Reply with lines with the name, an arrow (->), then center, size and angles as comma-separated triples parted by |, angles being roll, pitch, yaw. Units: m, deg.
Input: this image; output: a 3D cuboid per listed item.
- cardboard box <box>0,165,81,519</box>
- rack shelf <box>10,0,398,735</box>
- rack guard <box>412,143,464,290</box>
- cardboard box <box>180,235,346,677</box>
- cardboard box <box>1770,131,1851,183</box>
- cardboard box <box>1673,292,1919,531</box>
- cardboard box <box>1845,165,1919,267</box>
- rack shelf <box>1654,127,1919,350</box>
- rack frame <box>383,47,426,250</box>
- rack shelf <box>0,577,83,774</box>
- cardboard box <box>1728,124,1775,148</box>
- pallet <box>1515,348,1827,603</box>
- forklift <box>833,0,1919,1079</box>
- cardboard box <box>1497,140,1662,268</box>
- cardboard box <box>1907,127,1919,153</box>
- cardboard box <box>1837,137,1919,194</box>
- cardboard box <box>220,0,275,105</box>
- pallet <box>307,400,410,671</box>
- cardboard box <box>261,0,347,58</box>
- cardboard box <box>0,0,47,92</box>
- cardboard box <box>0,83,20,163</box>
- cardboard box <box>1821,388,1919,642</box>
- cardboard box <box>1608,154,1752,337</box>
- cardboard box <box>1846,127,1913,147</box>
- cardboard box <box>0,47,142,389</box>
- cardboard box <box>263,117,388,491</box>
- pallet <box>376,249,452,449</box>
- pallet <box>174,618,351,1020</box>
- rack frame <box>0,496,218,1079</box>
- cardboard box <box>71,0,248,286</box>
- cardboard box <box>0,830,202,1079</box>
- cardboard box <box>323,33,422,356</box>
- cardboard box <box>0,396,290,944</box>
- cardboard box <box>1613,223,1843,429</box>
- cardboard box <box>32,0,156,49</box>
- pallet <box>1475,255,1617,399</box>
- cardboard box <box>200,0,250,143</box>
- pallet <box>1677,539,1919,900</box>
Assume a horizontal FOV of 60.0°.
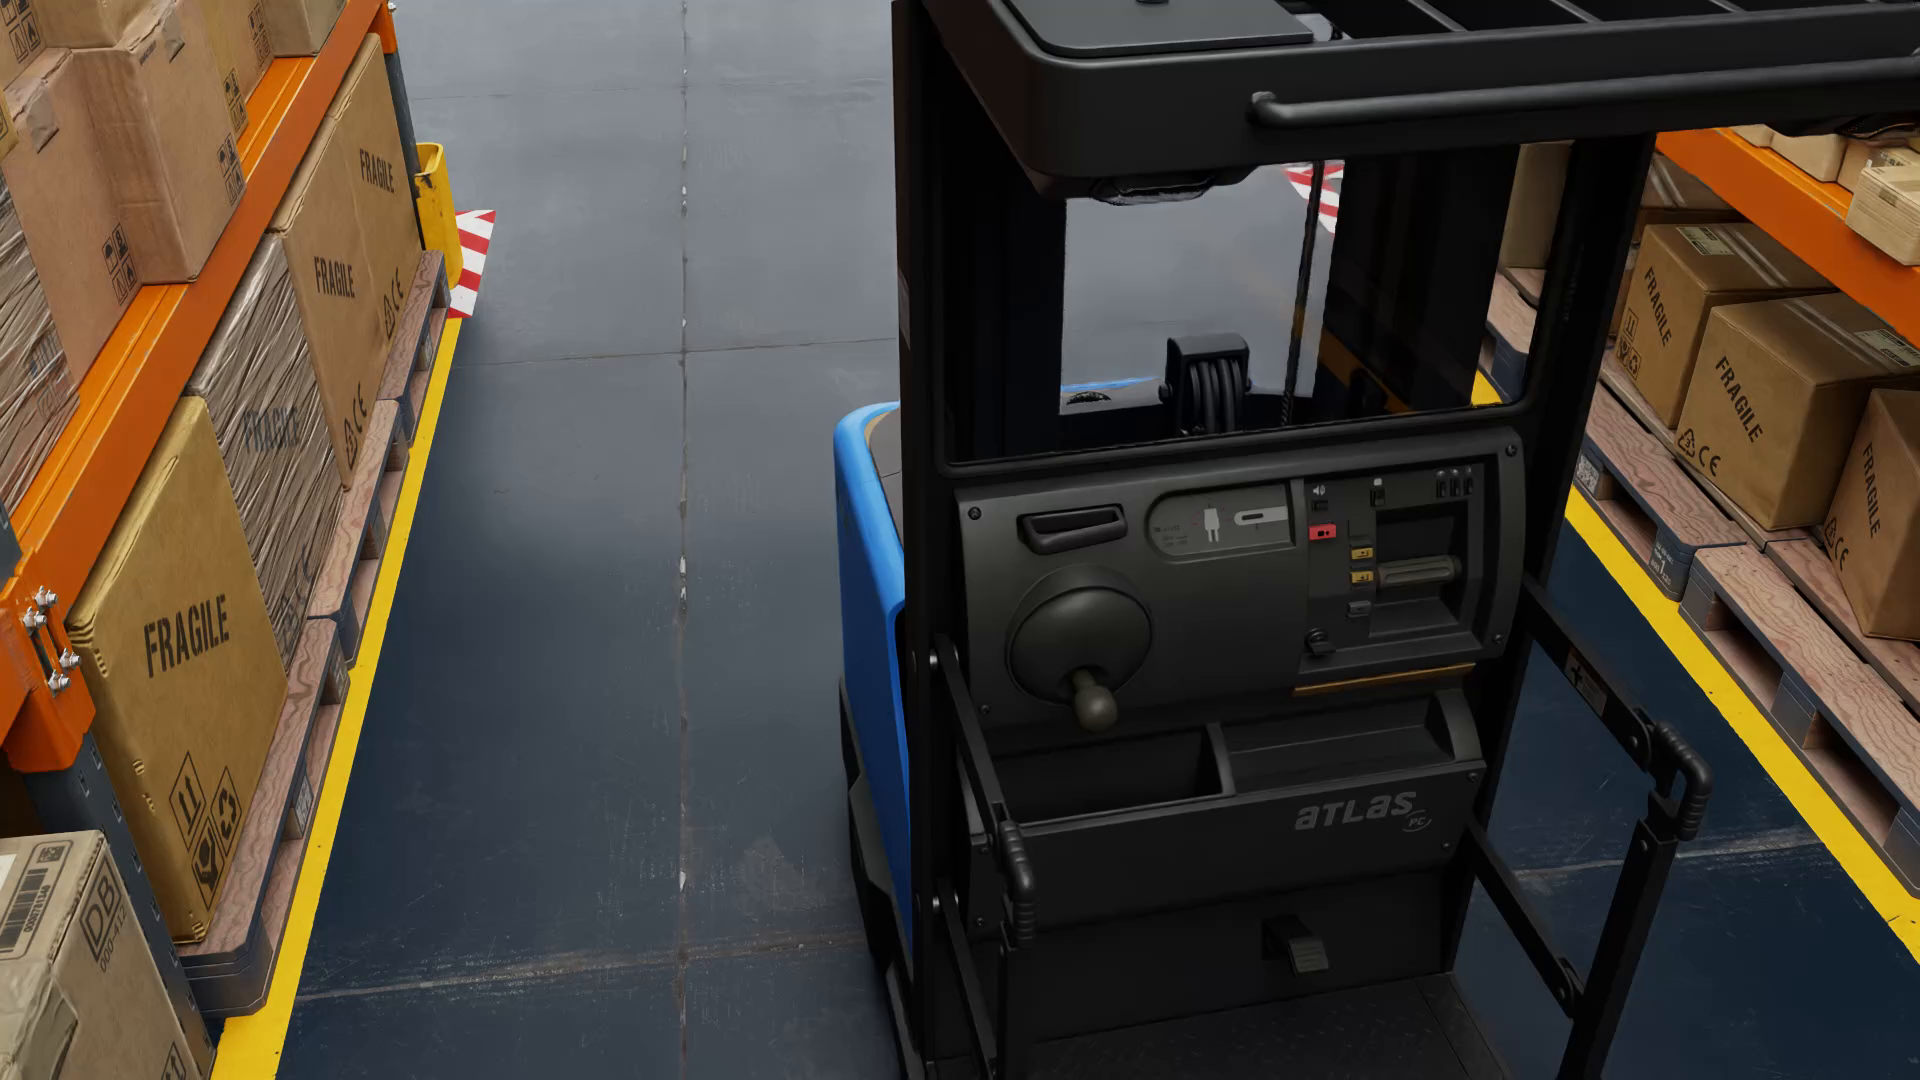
cardboard box -> -2.161, -0.317, 2.918 | 0.875, 0.550, 0.550 | -4, 35, -6
rack shelf -> -2.369, -0.869, 4.500 | 1.077, 0.370, 4.000 | -4, 35, -6
rack guard -> -2.641, -1.263, 6.659 | 1.175, 0.500, 0.348 | -4, 35, -6
cardboard box -> -2.240, -0.205, 4.400 | 0.875, 0.875, 0.875 | -4, 34, -6
cardboard box -> 2.390, -1.065, 4.372 | 0.380, 0.149, 0.250 | -4, 35, -6
cardboard box -> 2.569, -0.396, 5.014 | 0.500, 0.500, 0.500 | -7, 35, -11
cardboard box -> 2.366, -0.779, 3.952 | 0.380, 0.149, 0.250 | -4, 35, -6
rack shelf -> 2.560, -1.188, 4.969 | 1.077, 0.370, 4.000 | -4, 35, -6
rack frame -> -2.638, -2.282, 5.935 | 1.000, 3.000, 0.127 | -4, 35, -6
rack shelf -> -1.831, 1.363, 1.225 | 1.077, 0.370, 4.000 | -4, 35, -6
cardboard box -> 2.322, -1.201, 4.572 | 0.380, 0.149, 0.250 | -4, 35, -6
pallet -> 2.536, -0.271, 5.461 | 1.003, 0.211, 1.213 | -4, 35, -6
forklift -> 0.504, 0.125, 2.463 | 1.130, 2.935, 3.031 | -7, 35, -10
cardboard box -> 2.358, -1.392, 6.476 | 0.500, 0.500, 0.500 | 2, 34, 2
cardboard box -> 2.797, -1.071, 3.805 | 0.875, 0.500, 0.500 | -4, 35, -6
cardboard box -> 2.463, -0.928, 4.171 | 0.380, 0.149, 0.250 | -4, 35, -6
cardboard box -> -2.496, -1.513, 4.674 | 0.875, 0.550, 0.550 | -4, 35, -6
pallet -> -2.292, -0.010, 5.078 | 1.003, 0.211, 1.213 | -4, 35, -6
cardboard box -> -2.447, -1.835, 5.146 | 0.875, 0.550, 0.550 | -4, 35, -6
cardboard box -> -2.304, -1.065, 3.057 | 0.875, 0.550, 0.550 | -4, 35, -6
cardboard box -> -2.115, -0.767, 2.619 | 0.875, 0.550, 0.550 | -4, 35, -6
cardboard box -> 2.730, -0.055, 4.514 | 0.500, 0.500, 0.500 | 6, 35, 9
cardboard box -> 2.473, -1.061, 5.991 | 0.500, 0.500, 0.500 | 4, 35, 6
cardboard box -> 2.630, -1.342, 4.203 | 0.875, 0.500, 0.500 | -4, 35, -6
cardboard box -> -2.257, -0.622, 3.366 | 0.875, 0.550, 0.550 | -4, 35, -6
cardboard box -> -2.360, -0.713, 5.147 | 0.875, 0.875, 0.875 | -5, 35, -7
pallet -> -2.452, -0.690, 6.075 | 1.003, 0.211, 1.213 | -4, 35, -6
pallet -> -2.124, 0.672, 4.077 | 1.003, 0.211, 1.213 | -4, 35, -6
rack frame -> -2.100, -0.050, 2.660 | 1.000, 3.000, 0.127 | -4, 35, -6
cardboard box -> -2.213, -0.932, 3.822 | 0.875, 0.550, 0.550 | -4, 35, -6
cardboard box -> -1.927, 1.046, 2.677 | 1.050, 0.750, 0.750 | -5, 35, -7
cardboard box -> -2.481, -1.204, 5.867 | 0.875, 0.875, 0.875 | -4, 34, -6
cardboard box -> -2.115, 0.298, 3.663 | 0.875, 0.875, 0.875 | -4, 34, -6
cardboard box -> 2.538, -0.711, 5.476 | 0.500, 0.500, 0.500 | -1, 34, -2
cardboard box -> -2.241, -1.377, 3.514 | 0.875, 0.550, 0.550 | -4, 35, -6
pallet -> 2.375, -0.951, 6.458 | 1.003, 0.211, 1.213 | -4, 35, -6
cardboard box -> -2.384, -1.221, 4.244 | 0.875, 0.550, 0.500 | -4, 35, -6
pallet -> 2.704, 0.411, 4.460 | 1.003, 0.211, 1.213 | -4, 35, -6
